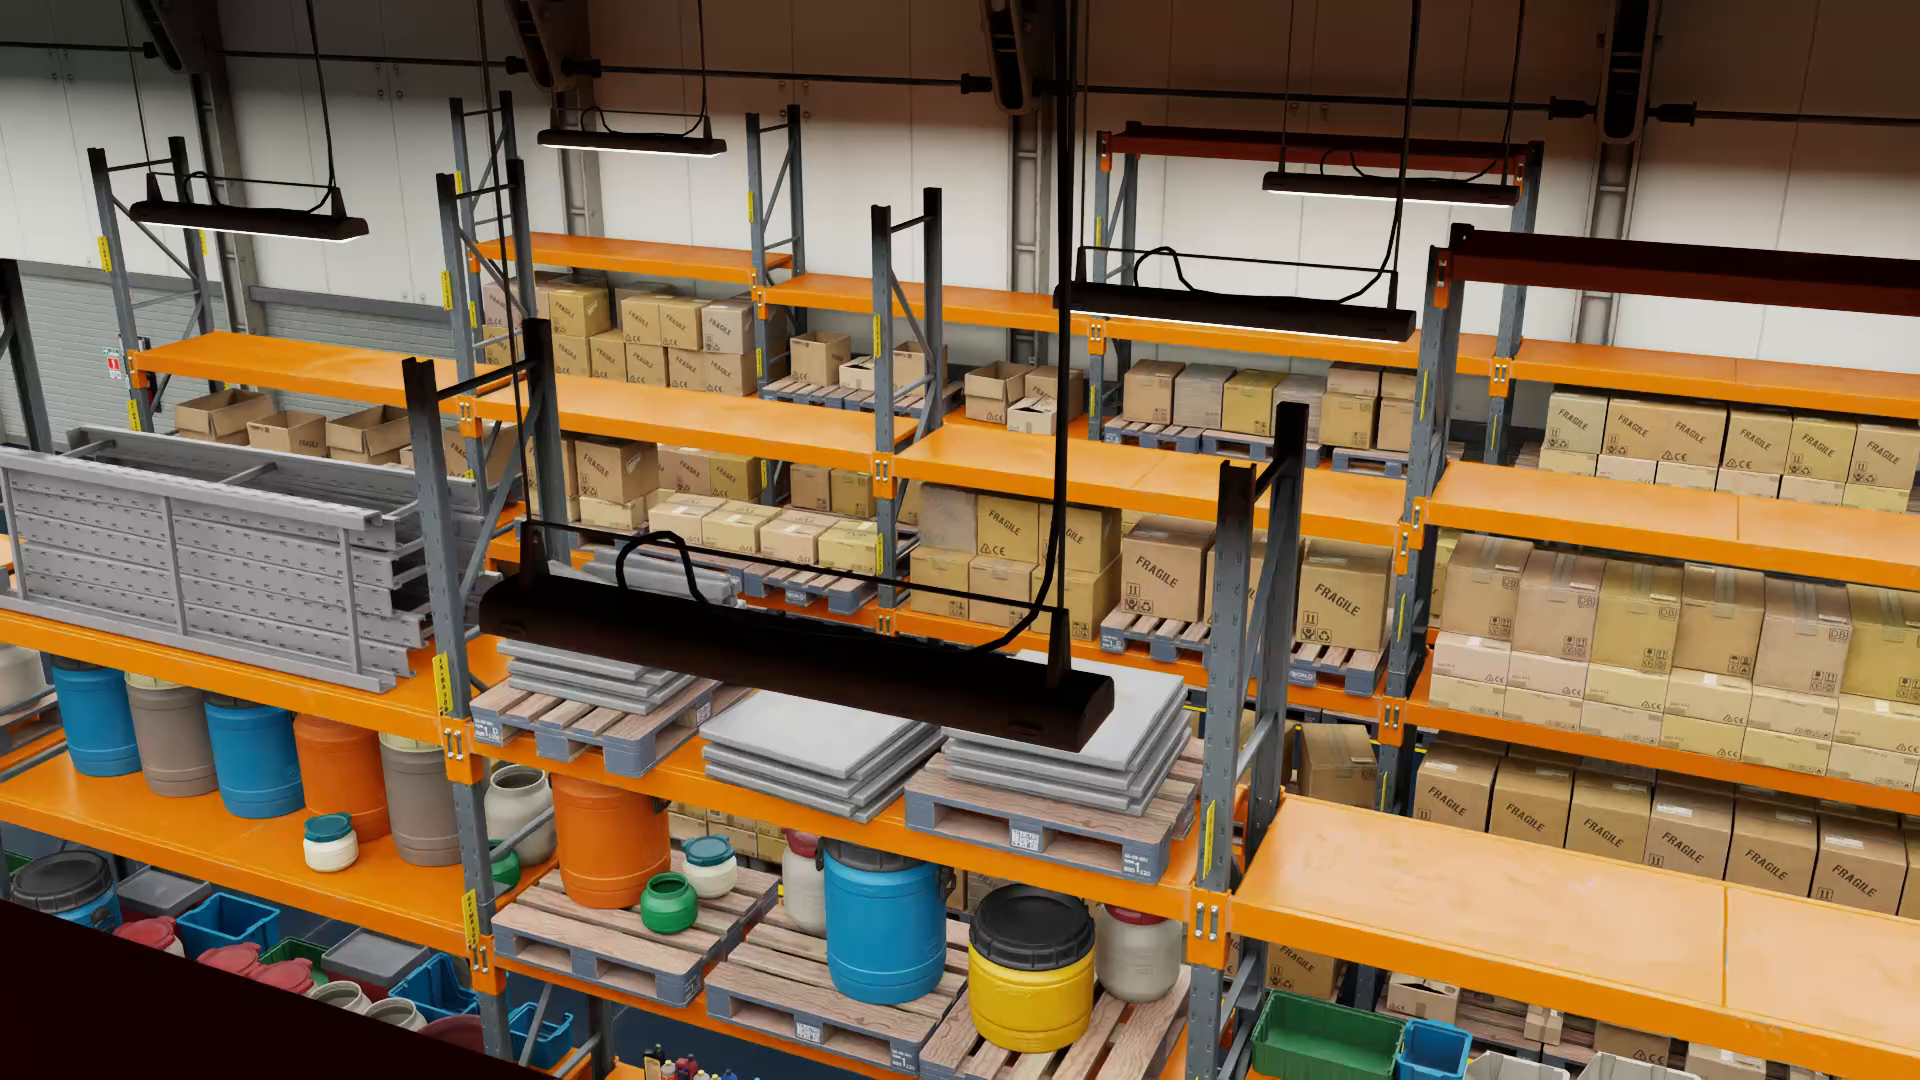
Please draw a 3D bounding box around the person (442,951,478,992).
[{"bbox_3d":[-3.556,3.139,11.961,0.613,1.770,0.528,6,21,15],"label":"person"}]
